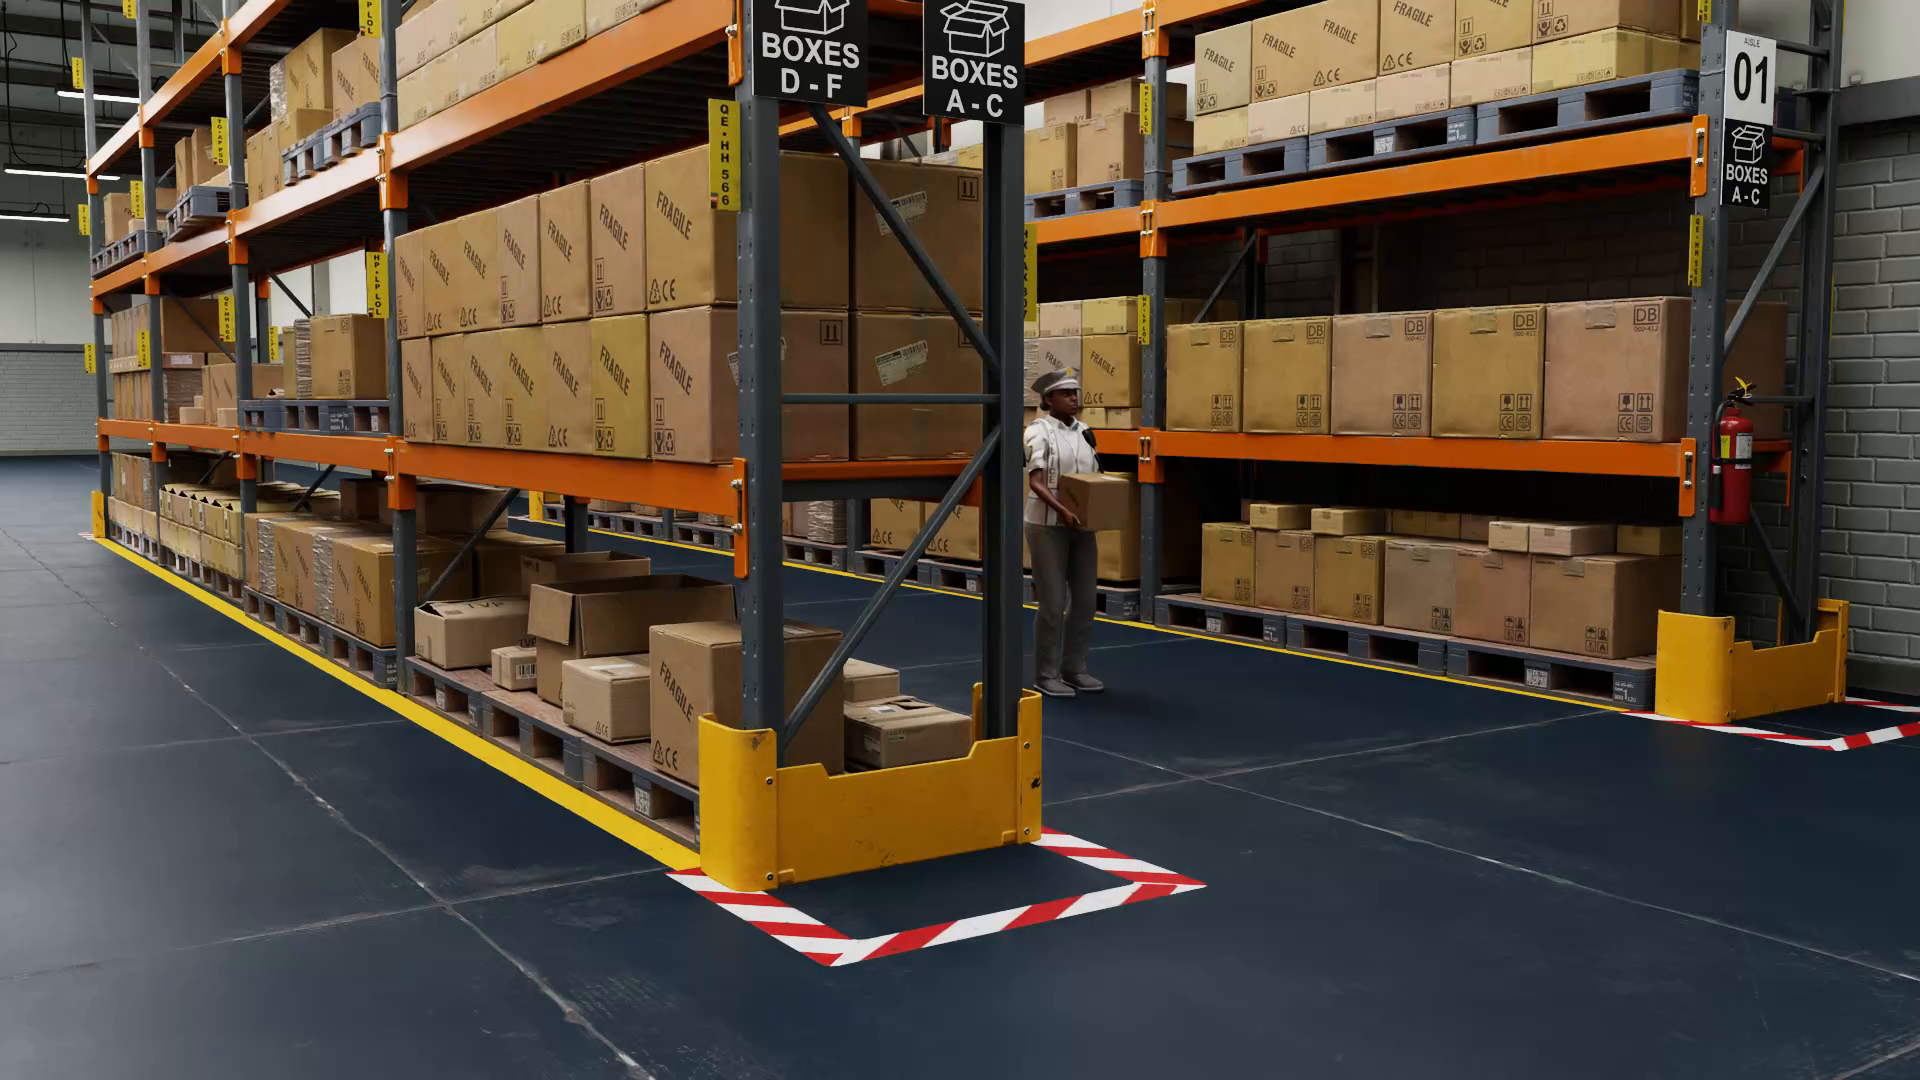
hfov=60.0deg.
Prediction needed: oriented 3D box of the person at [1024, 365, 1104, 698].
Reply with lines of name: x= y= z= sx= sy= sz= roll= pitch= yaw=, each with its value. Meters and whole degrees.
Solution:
person: x=0.566 y=-0.051 z=8.542 sx=0.450 sy=1.688 sz=0.534 roll=-3 pitch=6 yaw=-33
